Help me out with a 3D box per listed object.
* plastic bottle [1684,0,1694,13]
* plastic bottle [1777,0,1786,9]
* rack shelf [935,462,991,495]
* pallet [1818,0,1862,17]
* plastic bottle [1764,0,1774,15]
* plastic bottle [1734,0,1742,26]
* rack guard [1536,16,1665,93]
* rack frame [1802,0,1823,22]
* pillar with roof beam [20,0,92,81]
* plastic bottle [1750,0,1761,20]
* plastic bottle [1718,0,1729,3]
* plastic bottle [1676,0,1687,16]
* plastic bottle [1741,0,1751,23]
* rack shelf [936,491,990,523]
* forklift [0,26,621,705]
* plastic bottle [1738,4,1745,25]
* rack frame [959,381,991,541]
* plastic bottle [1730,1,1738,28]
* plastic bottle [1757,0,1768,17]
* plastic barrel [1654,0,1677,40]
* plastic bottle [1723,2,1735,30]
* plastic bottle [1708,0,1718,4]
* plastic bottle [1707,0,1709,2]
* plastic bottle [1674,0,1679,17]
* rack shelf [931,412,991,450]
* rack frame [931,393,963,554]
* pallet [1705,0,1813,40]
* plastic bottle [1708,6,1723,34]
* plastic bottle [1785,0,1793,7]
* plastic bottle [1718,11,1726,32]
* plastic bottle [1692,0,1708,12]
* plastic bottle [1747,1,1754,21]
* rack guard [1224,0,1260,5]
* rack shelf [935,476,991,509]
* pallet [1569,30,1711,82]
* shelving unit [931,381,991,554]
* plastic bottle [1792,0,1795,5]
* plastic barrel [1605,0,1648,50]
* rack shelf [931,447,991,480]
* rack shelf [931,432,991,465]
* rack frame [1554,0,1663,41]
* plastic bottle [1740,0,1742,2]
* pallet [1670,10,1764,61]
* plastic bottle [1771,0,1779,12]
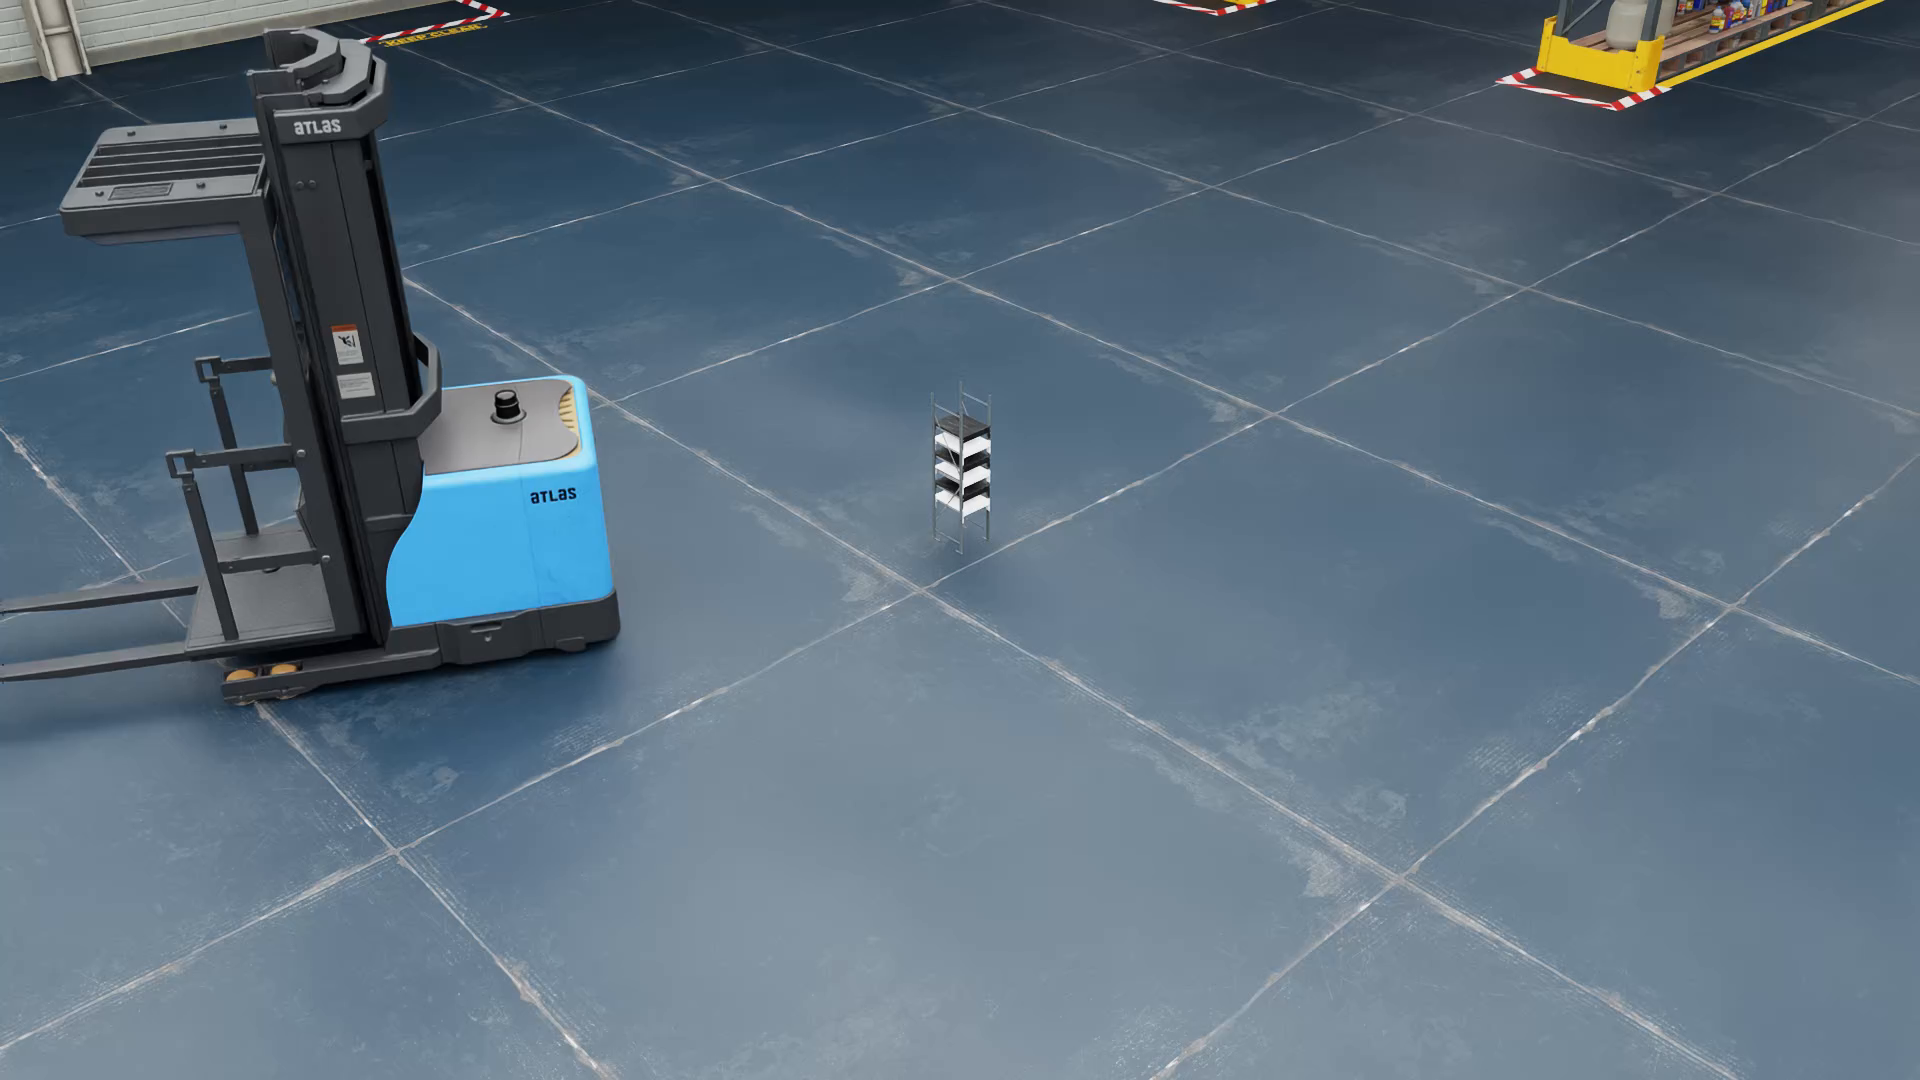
[{"bbox_3d":[8.029,-5.918,18.314,0.097,0.201,0.097,0,31,0],"label":"plastic bottle"},{"bbox_3d":[9.099,-6.085,18.444,0.185,0.351,0.144,-27,41,-37],"label":"plastic bottle"},{"bbox_3d":[0.006,-0.358,9.037,0.200,0.077,0.258,-26,40,-35],"label":"rack shelf"},{"bbox_3d":[9.925,-6.470,19.629,1.213,0.211,1.003,-26,40,-35],"label":"pallet"},{"bbox_3d":[8.867,-5.915,18.230,0.133,0.283,0.061,-23,38,-32],"label":"plastic bottle"},{"bbox_3d":[8.308,-5.652,17.812,0.097,0.271,0.097,0,31,0],"label":"plastic bottle"},{"bbox_3d":[6.466,-4.926,16.827,0.348,0.500,1.175,-26,40,-35],"label":"rack guard"},{"bbox_3d":[9.375,-7.366,18.421,0.127,3.000,1.000,-26,40,-35],"label":"rack frame"},{"bbox_3d":[-6.241,-6.973,12.027,0.400,9.000,9.100,-26,40,-35],"label":"pillar with roof beam"},{"bbox_3d":[8.600,-5.815,18.073,0.135,0.276,0.152,-25,39,-35],"label":"plastic bottle"},{"bbox_3d":[8.599,-6.241,18.699,0.185,0.351,0.144,-26,40,-35],"label":"plastic bottle"},{"bbox_3d":[7.895,-5.848,18.198,0.097,0.201,0.097,0,31,0],"label":"plastic bottle"},{"bbox_3d":[8.457,-5.724,17.929,0.097,0.271,0.097,0,31,0],"label":"plastic bottle"},{"bbox_3d":[0.006,-0.205,9.131,0.200,0.077,0.258,-26,40,-35],"label":"rack shelf"},{"bbox_3d":[-3.285,-0.766,7.693,3.031,2.935,1.130,-8,32,-12],"label":"forklift"},{"bbox_3d":[8.381,-5.658,17.887,0.097,0.201,0.097,0,31,0],"label":"plastic bottle"},{"bbox_3d":[0.081,-0.423,9.079,0.006,0.900,0.240,-26,40,-35],"label":"rack frame"},{"bbox_3d":[8.235,-5.617,17.754,0.097,0.271,0.097,0,31,0],"label":"plastic bottle"},{"bbox_3d":[8.722,-5.903,18.145,0.185,0.351,0.144,-26,40,-36],"label":"plastic bottle"},{"bbox_3d":[7.241,-5.506,17.361,0.421,0.512,0.421,0,31,0],"label":"plastic barrel"},{"bbox_3d":[8.162,-5.574,17.672,0.133,0.283,0.061,-25,39,-35],"label":"plastic bottle"},{"bbox_3d":[8.477,-6.165,18.650,0.097,0.271,0.097,0,31,0],"label":"plastic bottle"},{"bbox_3d":[8.363,-6.229,18.680,0.144,0.351,0.185,27,41,37],"label":"plastic bottle"},{"bbox_3d":[7.767,-5.834,18.097,0.133,0.283,0.061,-26,40,-35],"label":"plastic bottle"},{"bbox_3d":[0.006,-0.589,8.896,0.200,0.077,0.258,-26,40,-35],"label":"rack shelf"},{"bbox_3d":[-0.069,-0.351,8.961,0.006,0.900,0.240,-26,40,-35],"label":"rack frame"},{"bbox_3d":[8.855,-5.954,18.785,1.213,0.211,1.003,-26,40,-35],"label":"pallet"},{"bbox_3d":[7.984,-5.495,17.555,0.097,0.271,0.097,0,31,0],"label":"plastic bottle"},{"bbox_3d":[9.247,-6.098,18.530,0.133,0.283,0.061,-24,39,-33],"label":"plastic bottle"},{"bbox_3d":[8.060,-5.502,17.633,0.097,0.201,0.097,0,31,0],"label":"plastic bottle"},{"bbox_3d":[8.170,-5.999,18.374,0.135,0.276,0.152,-26,40,-35],"label":"plastic bottle"},{"bbox_3d":[8.532,-5.730,18.007,0.097,0.201,0.097,0,31,0],"label":"plastic bottle"},{"bbox_3d":[3.060,-6.769,19.840,0.348,0.500,1.175,-26,40,-35],"label":"rack guard"},{"bbox_3d":[0.006,-0.282,9.084,0.200,0.077,0.258,-26,40,-35],"label":"rack shelf"},{"bbox_3d":[7.065,-5.089,17.370,1.213,0.211,1.003,-26,40,-35],"label":"pallet"},{"bbox_3d":[0.006,-0.387,9.020,0.210,0.900,0.258,-26,40,-35],"label":"shelving unit"},{"bbox_3d":[9.321,-6.112,18.631,0.097,0.201,0.097,0,31,0],"label":"plastic bottle"},{"bbox_3d":[6.873,-5.328,17.070,0.421,0.512,0.421,0,31,0],"label":"plastic barrel"},{"bbox_3d":[0.006,-0.435,8.990,0.200,0.077,0.258,-26,40,-35],"label":"rack shelf"},{"bbox_3d":[0.006,-0.512,8.943,0.200,0.077,0.258,-26,40,-35],"label":"rack shelf"},{"bbox_3d":[6.442,-5.948,16.101,0.127,3.000,1.000,-26,40,-35],"label":"rack frame"},{"bbox_3d":[8.527,-5.858,18.137,0.133,0.283,0.061,-26,40,-35],"label":"plastic bottle"},{"bbox_3d":[7.960,-5.520,18.074,1.213,0.211,1.003,-26,40,-35],"label":"pallet"},{"bbox_3d":[8.958,-6.017,18.333,0.144,0.351,0.185,27,40,37],"label":"plastic bottle"}]
